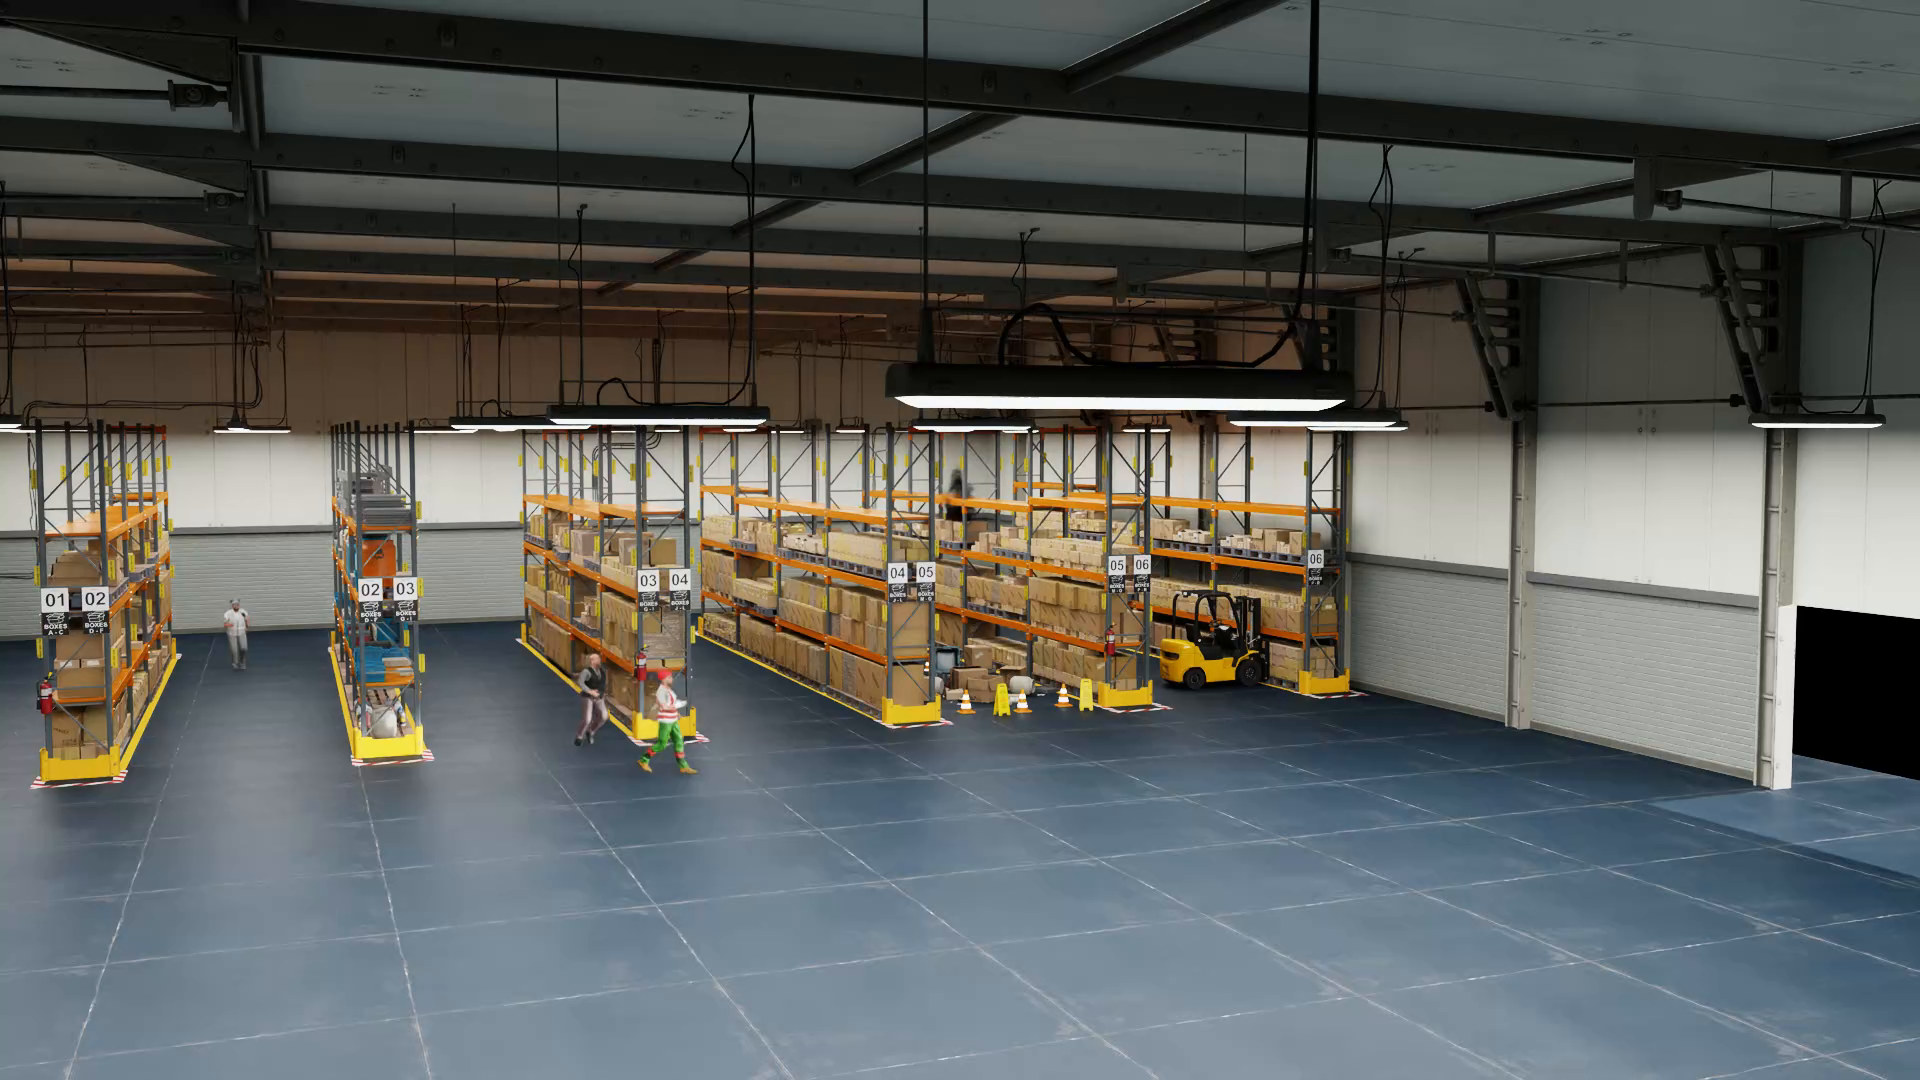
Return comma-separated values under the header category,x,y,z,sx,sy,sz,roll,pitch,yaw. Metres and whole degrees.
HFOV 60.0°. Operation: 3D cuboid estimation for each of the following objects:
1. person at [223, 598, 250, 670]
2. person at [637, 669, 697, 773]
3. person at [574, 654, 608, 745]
category,x,y,z,sx,sy,sz,roll,pitch,yaw
person,-17.657,2.312,40.642,0.630,1.786,0.705,-2,4,-31
person,-4.925,3.053,27.949,1.001,1.769,0.660,0,4,4
person,-6.783,2.948,30.844,0.618,1.672,0.687,3,5,39
